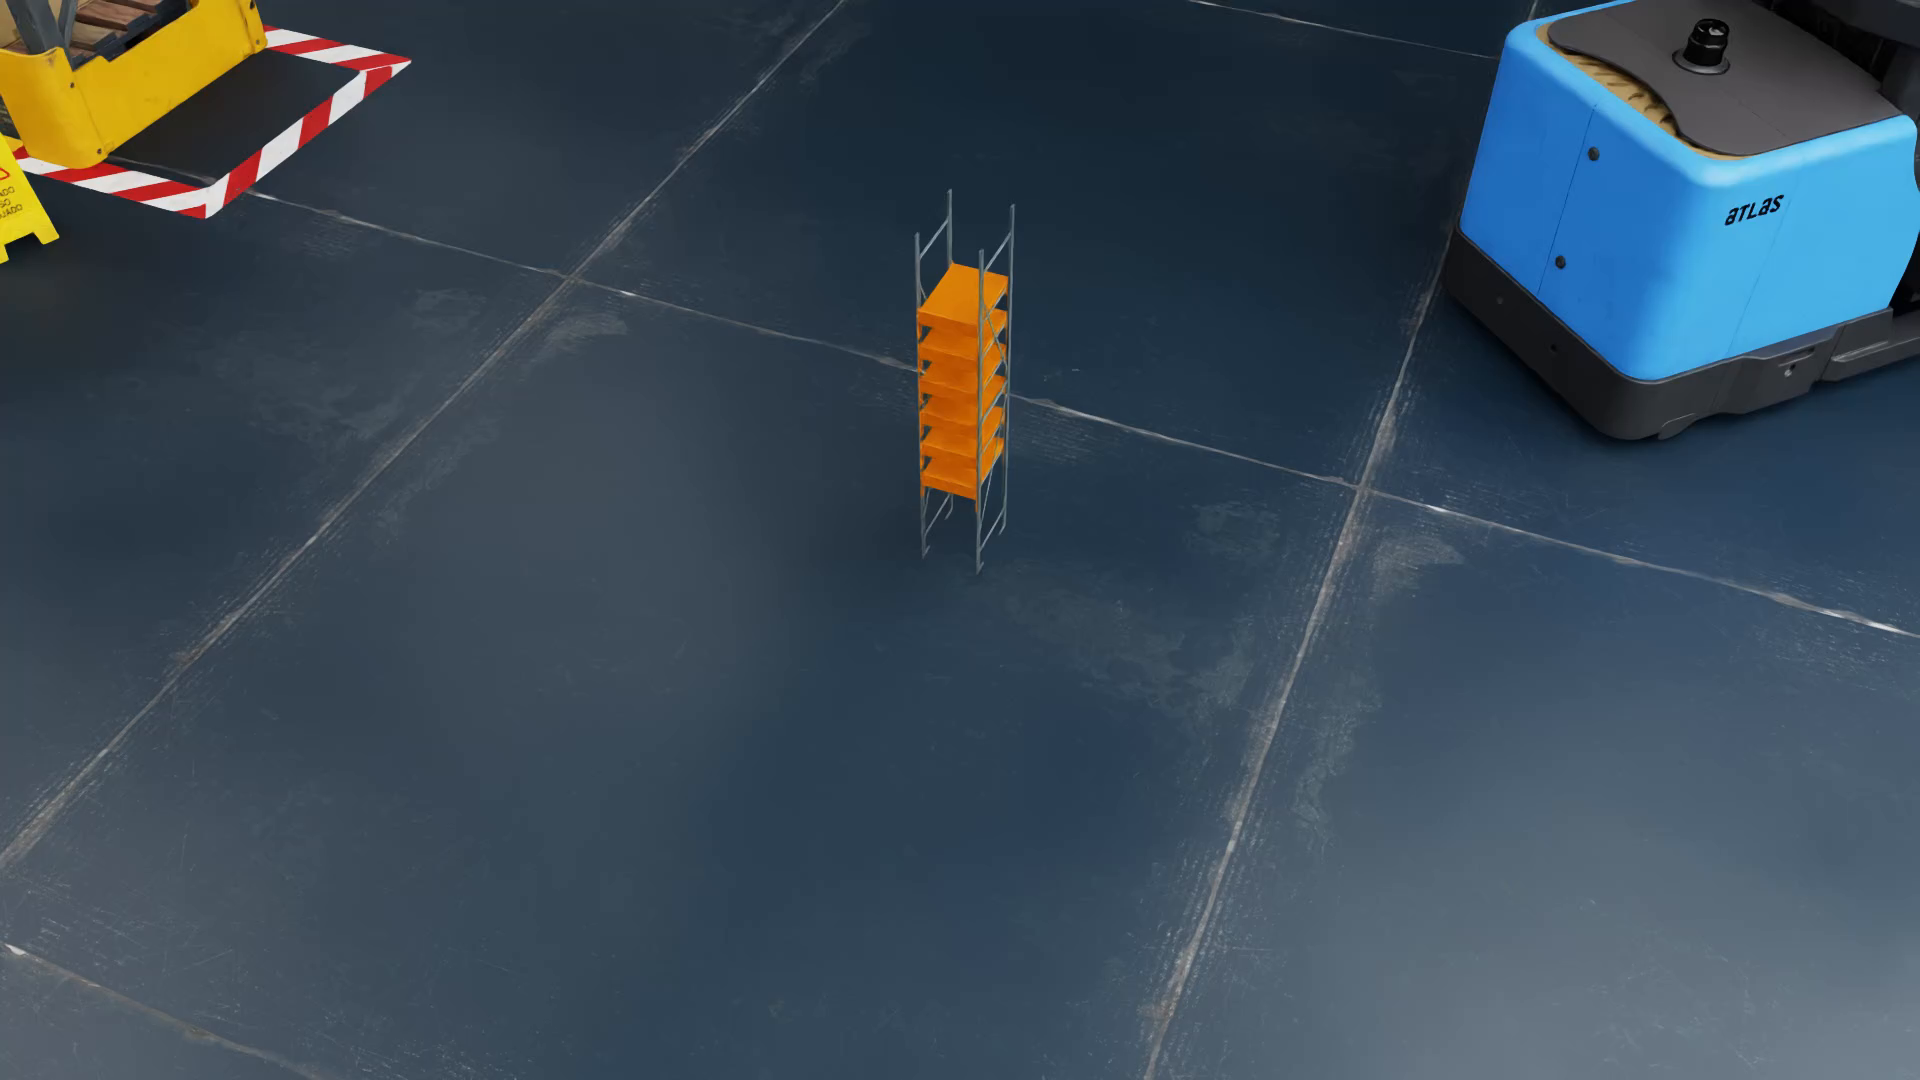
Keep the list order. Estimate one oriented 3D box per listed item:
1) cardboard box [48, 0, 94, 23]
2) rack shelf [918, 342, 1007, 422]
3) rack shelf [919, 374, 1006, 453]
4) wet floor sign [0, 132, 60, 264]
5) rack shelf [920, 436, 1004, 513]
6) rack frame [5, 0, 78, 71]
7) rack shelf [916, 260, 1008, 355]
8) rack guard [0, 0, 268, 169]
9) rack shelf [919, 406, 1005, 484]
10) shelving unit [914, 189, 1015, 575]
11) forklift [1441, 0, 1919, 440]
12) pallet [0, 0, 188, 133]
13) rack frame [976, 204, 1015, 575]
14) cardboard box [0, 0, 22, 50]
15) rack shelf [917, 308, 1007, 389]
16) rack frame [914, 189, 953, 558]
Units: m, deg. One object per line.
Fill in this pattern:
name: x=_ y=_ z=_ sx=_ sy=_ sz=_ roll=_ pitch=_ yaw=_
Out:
cardboard box: x=-4.052 y=-2.537 z=7.325 sx=0.500 sy=0.250 sz=0.500 roll=16 pitch=47 yaw=16
rack shelf: x=0.013 y=-0.475 z=4.770 sx=0.180 sy=0.103 sz=0.258 roll=16 pitch=47 yaw=16
rack shelf: x=0.013 y=-0.390 z=4.854 sx=0.180 sy=0.103 sz=0.258 roll=16 pitch=47 yaw=16
wet floor sign: x=-3.651 y=-1.381 z=6.180 sx=0.232 sy=0.644 sz=0.267 roll=33 pitch=54 yaw=29
rack shelf: x=0.013 y=-0.220 z=5.023 sx=0.180 sy=0.103 sz=0.258 roll=16 pitch=47 yaw=16
rack frame: x=-3.414 y=-2.964 z=6.102 sx=0.127 sy=3.000 sz=1.000 roll=16 pitch=47 yaw=16
rack shelf: x=0.013 y=-0.645 z=4.600 sx=0.180 sy=0.103 sz=0.258 roll=16 pitch=47 yaw=16
rack guard: x=-3.484 y=-2.098 z=7.004 sx=0.348 sy=0.500 sz=1.175 roll=16 pitch=47 yaw=16
rack shelf: x=0.013 y=-0.305 z=4.939 sx=0.180 sy=0.103 sz=0.258 roll=16 pitch=47 yaw=16
shelving unit: x=0.013 y=-0.421 z=4.823 sx=0.189 sy=1.200 sz=0.258 roll=16 pitch=47 yaw=16
forklift: x=3.331 y=-2.057 z=5.239 sx=3.031 sy=2.935 sz=1.130 roll=-17 pitch=47 yaw=-16
pallet: x=-4.221 y=-2.239 z=7.351 sx=1.213 sy=0.211 sz=1.003 roll=16 pitch=47 yaw=16
rack frame: x=0.098 y=-0.397 z=4.798 sx=0.006 sy=1.200 sz=0.240 roll=16 pitch=47 yaw=16
cardboard box: x=-4.286 y=-2.189 z=6.975 sx=0.500 sy=0.250 sz=0.500 roll=16 pitch=47 yaw=16
rack shelf: x=0.013 y=-0.560 z=4.685 sx=0.180 sy=0.103 sz=0.258 roll=16 pitch=47 yaw=16
rack frame: x=-0.071 y=-0.446 z=4.848 sx=0.006 sy=1.200 sz=0.240 roll=16 pitch=47 yaw=16
